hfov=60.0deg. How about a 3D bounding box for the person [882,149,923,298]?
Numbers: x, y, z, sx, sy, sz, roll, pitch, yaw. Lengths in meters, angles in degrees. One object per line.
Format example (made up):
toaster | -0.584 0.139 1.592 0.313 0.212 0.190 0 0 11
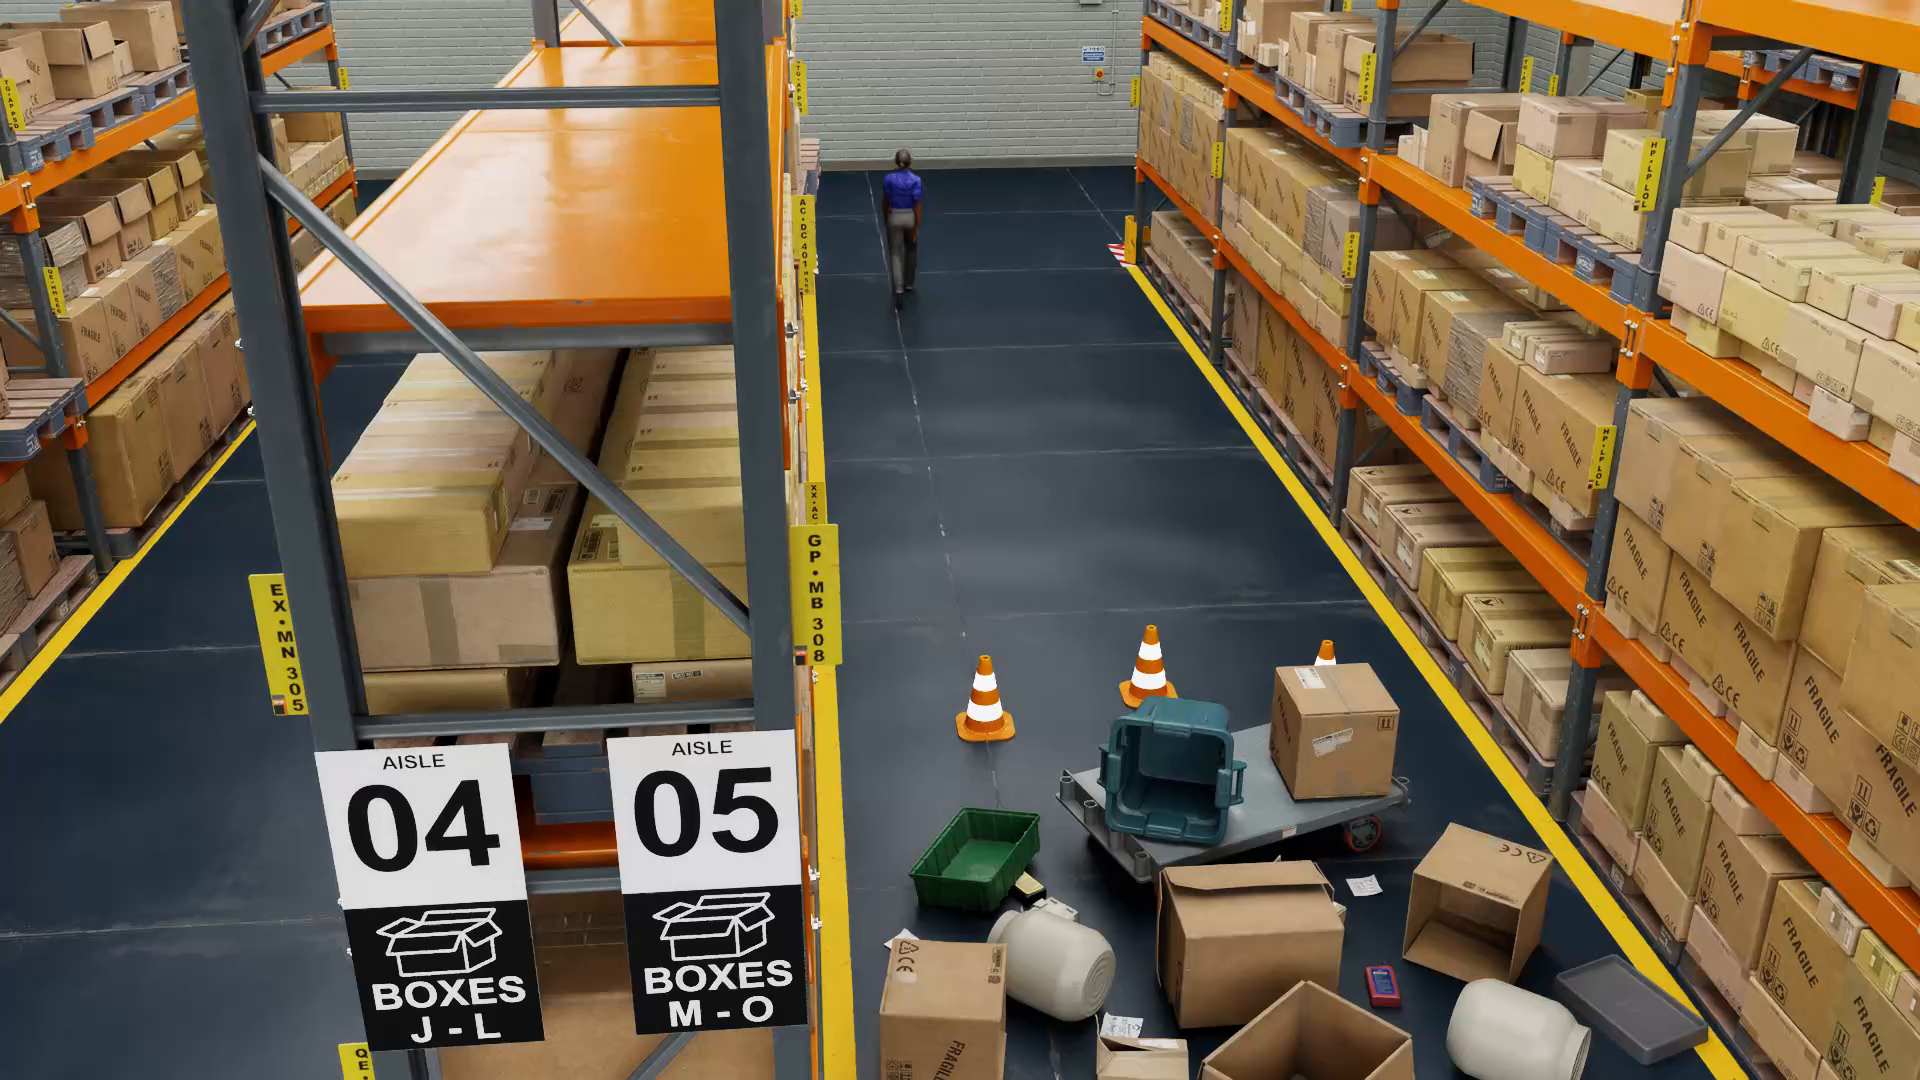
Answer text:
person | -0.626 -3.457 18.117 0.434 1.604 0.967 -2 24 -5
